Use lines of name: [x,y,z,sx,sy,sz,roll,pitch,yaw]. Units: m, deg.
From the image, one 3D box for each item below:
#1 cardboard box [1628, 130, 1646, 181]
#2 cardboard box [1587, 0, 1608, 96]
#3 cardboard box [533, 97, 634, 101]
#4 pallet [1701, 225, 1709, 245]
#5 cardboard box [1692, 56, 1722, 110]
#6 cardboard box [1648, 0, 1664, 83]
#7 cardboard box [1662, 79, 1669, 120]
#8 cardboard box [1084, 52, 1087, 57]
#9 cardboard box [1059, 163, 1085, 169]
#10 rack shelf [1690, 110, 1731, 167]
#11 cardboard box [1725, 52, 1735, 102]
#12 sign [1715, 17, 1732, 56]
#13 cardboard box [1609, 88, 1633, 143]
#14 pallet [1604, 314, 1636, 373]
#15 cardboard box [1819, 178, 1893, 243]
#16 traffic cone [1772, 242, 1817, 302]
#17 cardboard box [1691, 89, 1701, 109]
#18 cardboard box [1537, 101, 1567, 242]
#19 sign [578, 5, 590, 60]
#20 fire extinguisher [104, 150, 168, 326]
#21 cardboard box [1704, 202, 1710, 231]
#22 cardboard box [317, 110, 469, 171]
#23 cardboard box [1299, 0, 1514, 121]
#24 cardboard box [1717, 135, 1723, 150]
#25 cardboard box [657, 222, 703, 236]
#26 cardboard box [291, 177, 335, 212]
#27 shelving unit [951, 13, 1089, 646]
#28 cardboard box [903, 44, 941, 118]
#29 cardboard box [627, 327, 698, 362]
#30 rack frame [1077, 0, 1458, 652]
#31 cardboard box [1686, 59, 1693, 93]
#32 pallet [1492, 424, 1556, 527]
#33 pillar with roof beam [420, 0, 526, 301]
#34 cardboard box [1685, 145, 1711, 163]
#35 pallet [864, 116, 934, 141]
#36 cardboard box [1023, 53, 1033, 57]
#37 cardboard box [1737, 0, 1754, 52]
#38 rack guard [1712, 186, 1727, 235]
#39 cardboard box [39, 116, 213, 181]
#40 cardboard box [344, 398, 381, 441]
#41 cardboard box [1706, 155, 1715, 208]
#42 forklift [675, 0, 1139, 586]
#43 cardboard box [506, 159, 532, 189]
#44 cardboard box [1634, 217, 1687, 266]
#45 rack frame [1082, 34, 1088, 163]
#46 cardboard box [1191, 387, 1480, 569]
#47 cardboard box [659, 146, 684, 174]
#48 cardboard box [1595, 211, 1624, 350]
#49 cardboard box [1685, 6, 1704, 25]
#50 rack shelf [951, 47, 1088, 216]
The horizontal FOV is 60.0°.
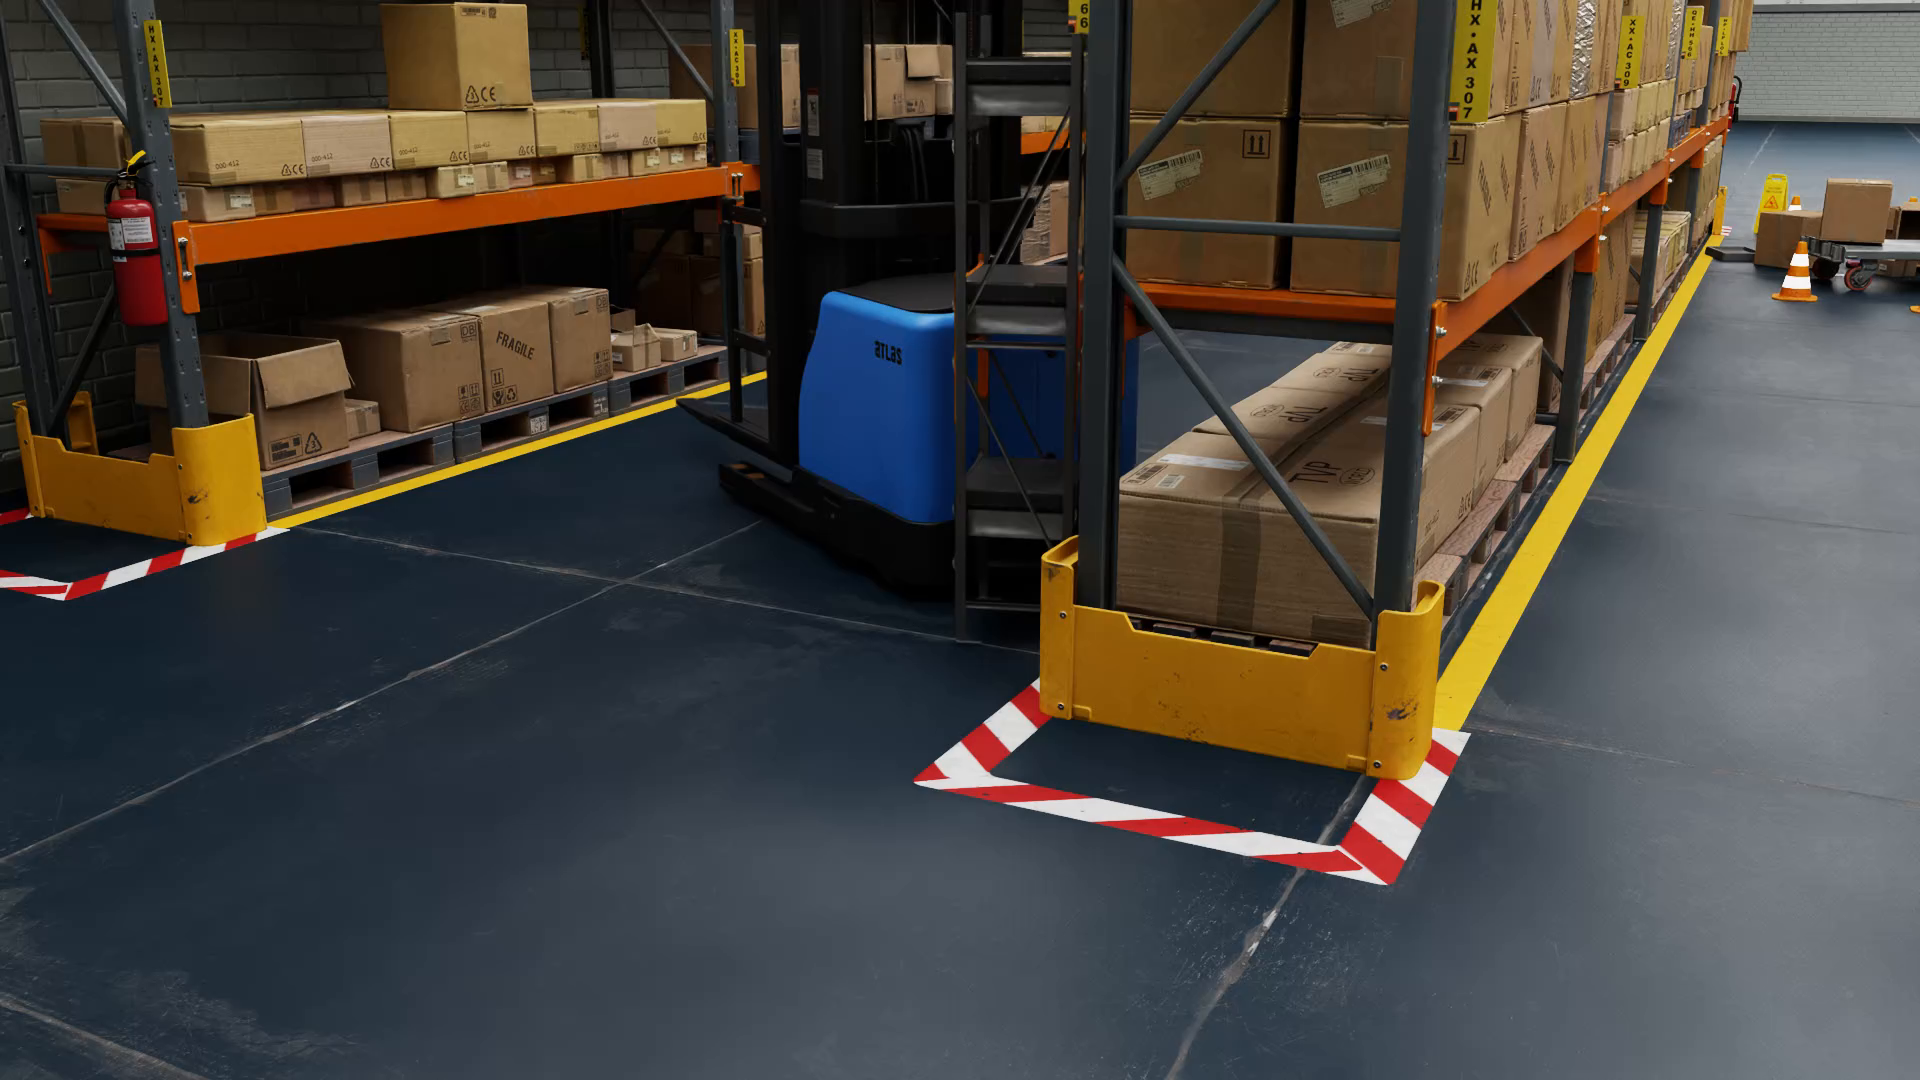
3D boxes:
cardboard box: [3.531,-2.158,9.285,0.500,0.250,0.500,8,18,25]
cardboard box: [2.427,-2.134,7.011,0.500,0.500,0.500,8,18,25]
cardboard box: [-2.280,-2.500,9.915,0.500,0.250,0.500,8,18,25]
pallet: [7.558,-3.389,18.063,1.003,0.211,1.213,8,18,25]
cardboard box: [6.645,-4.196,15.184,0.500,0.500,0.500,8,18,25]
cardboard box: [3.733,-2.886,9.543,0.500,0.500,0.500,8,18,24]
cardboard box: [4.197,-2.791,10.537,0.500,0.250,0.500,8,18,24]
cardboard box: [0.943,-4.273,14.827,0.380,0.149,0.250,9,19,27]
cardboard box: [1.534,-3.488,16.932,0.875,0.625,0.625,9,19,28]
rack shelf: [7.093,-4.093,16.800,1.077,0.370,4.000,8,18,25]
cardboard box: [7.763,-4.838,17.345,0.500,0.500,0.500,8,18,25]
sign: [6.698,-4.414,14.583,0.100,0.325,0.005,8,18,25]
cardboard box: [3.074,-2.135,8.329,0.500,0.250,0.500,8,18,24]
pallet: [3.992,-1.382,11.305,1.003,0.211,1.213,8,18,25]
cardboard box: [7.805,-2.874,14.494,0.500,0.500,0.500,8,18,25]
traffic cone: [6.898,-2.218,13.681,0.336,0.463,0.334,8,18,25]
cardboard box: [5.889,-3.643,13.724,0.380,0.149,0.250,8,18,26]
cardboard box: [1.962,-1.395,6.277,0.500,0.500,0.500,9,19,27]
sign: [-2.316,-3.146,10.315,0.100,0.325,0.005,8,18,25]
fire extinguisher: [-3.257,-1.190,6.554,0.296,0.674,0.183,8,18,25]
cardboard box: [7.399,-3.325,17.044,0.500,0.250,0.500,7,18,23]
cardboard box: [-2.713,-1.912,7.936,0.500,0.250,0.500,8,18,24]
cardboard box: [1.307,-1.485,4.825,0.500,0.500,0.500,8,18,24]
cardboard box: [7.758,-4.162,17.403,0.380,0.149,0.250,9,19,27]
cardboard box: [-1.798,-2.033,11.116,0.380,0.149,0.250,8,18,25]
cardboard box: [-3.054,-1.573,7.493,0.380,0.149,0.250,8,18,25]
shelving unit: [0.226,-0.704,5.705,0.431,2.100,0.503,3,17,10]
cardboard box: [-0.594,-3.352,12.122,0.797,0.503,0.637,8,18,24]
cardboard box: [-1.804,-1.177,9.987,0.380,0.149,0.250,7,18,24]
rack frame: [0.837,-0.872,4.691,1.000,3.000,0.127,8,18,25]
cardboard box: [5.278,-3.656,12.631,0.500,0.500,0.500,8,19,26]
pallet: [2.215,-0.370,7.900,1.003,0.211,1.213,8,18,25]
pillar with roof beam: [0.916,-4.787,7.336,9.100,9.000,0.400,8,18,25]
cardboard box: [6.814,-3.622,15.587,0.380,0.149,0.250,8,18,26]
pallet: [-0.895,-2.952,12.033,1.003,0.211,1.213,8,18,25]
cardboard box: [0.376,-3.943,13.716,0.380,0.149,0.250,9,19,27]
cardboard box: [7.585,-5.188,16.770,0.700,0.500,0.500,8,18,25]
rack guard: [7.953,-3.730,18.704,1.175,0.500,0.348,8,18,25]
cardboard box: [-3.637,-1.724,7.302,0.500,0.250,0.500,9,19,27]
cardboard box: [-3.022,-0.584,7.992,0.380,0.149,0.250,7,18,23]
cardboard box: [7.166,-3.557,16.506,0.500,0.500,0.500,9,19,28]
forklift: [-0.454,-1.602,7.270,1.130,2.935,3.031,-9,19,-28]
cardboard box: [-2.440,-1.897,8.583,0.380,0.149,0.250,8,18,25]
cardboard box: [5.649,-2.553,14.228,0.950,0.372,0.625,9,19,29]
rack frame: [1.757,-4.559,17.105,1.000,3.000,0.127,8,18,25]
cardboard box: [1.444,-0.260,6.394,0.875,0.438,0.875,9,19,27]
cardboard box: [-1.831,-2.218,9.666,0.380,0.149,0.250,9,19,27]
cardboard box: [3.627,-1.700,10.475,0.875,0.875,0.875,8,18,26]
cardboard box: [5.797,-4.235,13.439,0.380,0.149,0.250,7,18,23]
rack shelf: [0.226,-1.362,5.510,0.431,0.518,0.480,3,17,10]
